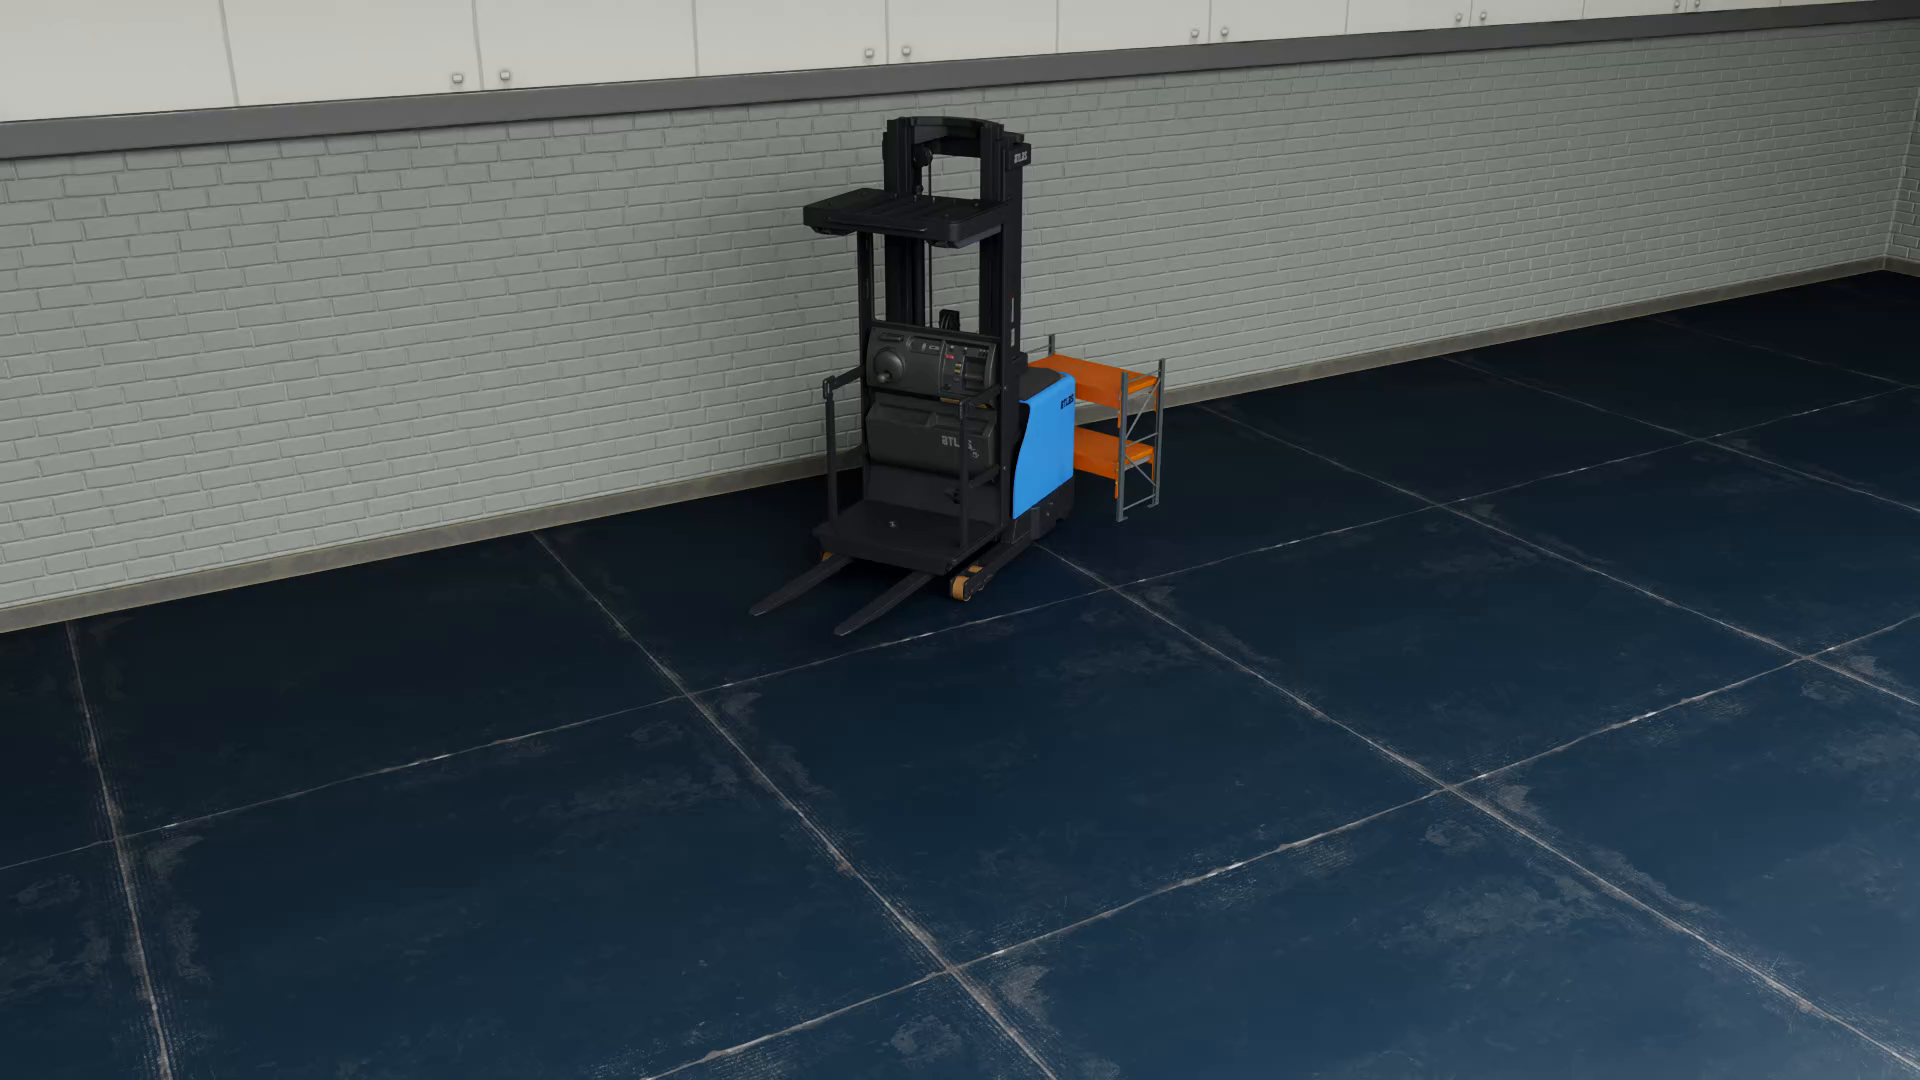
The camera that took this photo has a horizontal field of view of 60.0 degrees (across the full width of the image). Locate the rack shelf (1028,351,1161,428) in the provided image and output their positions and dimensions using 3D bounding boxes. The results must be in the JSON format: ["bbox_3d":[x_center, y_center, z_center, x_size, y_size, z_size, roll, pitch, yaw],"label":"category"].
[{"bbox_3d":[0.933,-1.123,12.304,1.000,0.278,0.538,18,28,38],"label":"rack shelf"}]

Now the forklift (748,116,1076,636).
[{"bbox_3d":[-0.290,-1.150,10.749,1.130,2.935,3.031,11,25,26],"label":"forklift"}]

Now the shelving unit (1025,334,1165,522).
[{"bbox_3d":[0.933,-0.852,12.414,1.048,1.125,0.538,18,28,38],"label":"shelving unit"}]

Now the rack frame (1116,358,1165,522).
[{"bbox_3d":[1.315,-0.726,12.104,0.032,1.125,0.500,18,28,38],"label":"rack frame"}]

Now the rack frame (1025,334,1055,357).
[{"bbox_3d":[0.550,-0.978,12.725,0.032,1.125,0.500,18,28,38],"label":"rack frame"}]

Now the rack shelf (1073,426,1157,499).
[{"bbox_3d":[0.933,-0.626,12.506,1.000,0.278,0.538,18,28,38],"label":"rack shelf"}]
